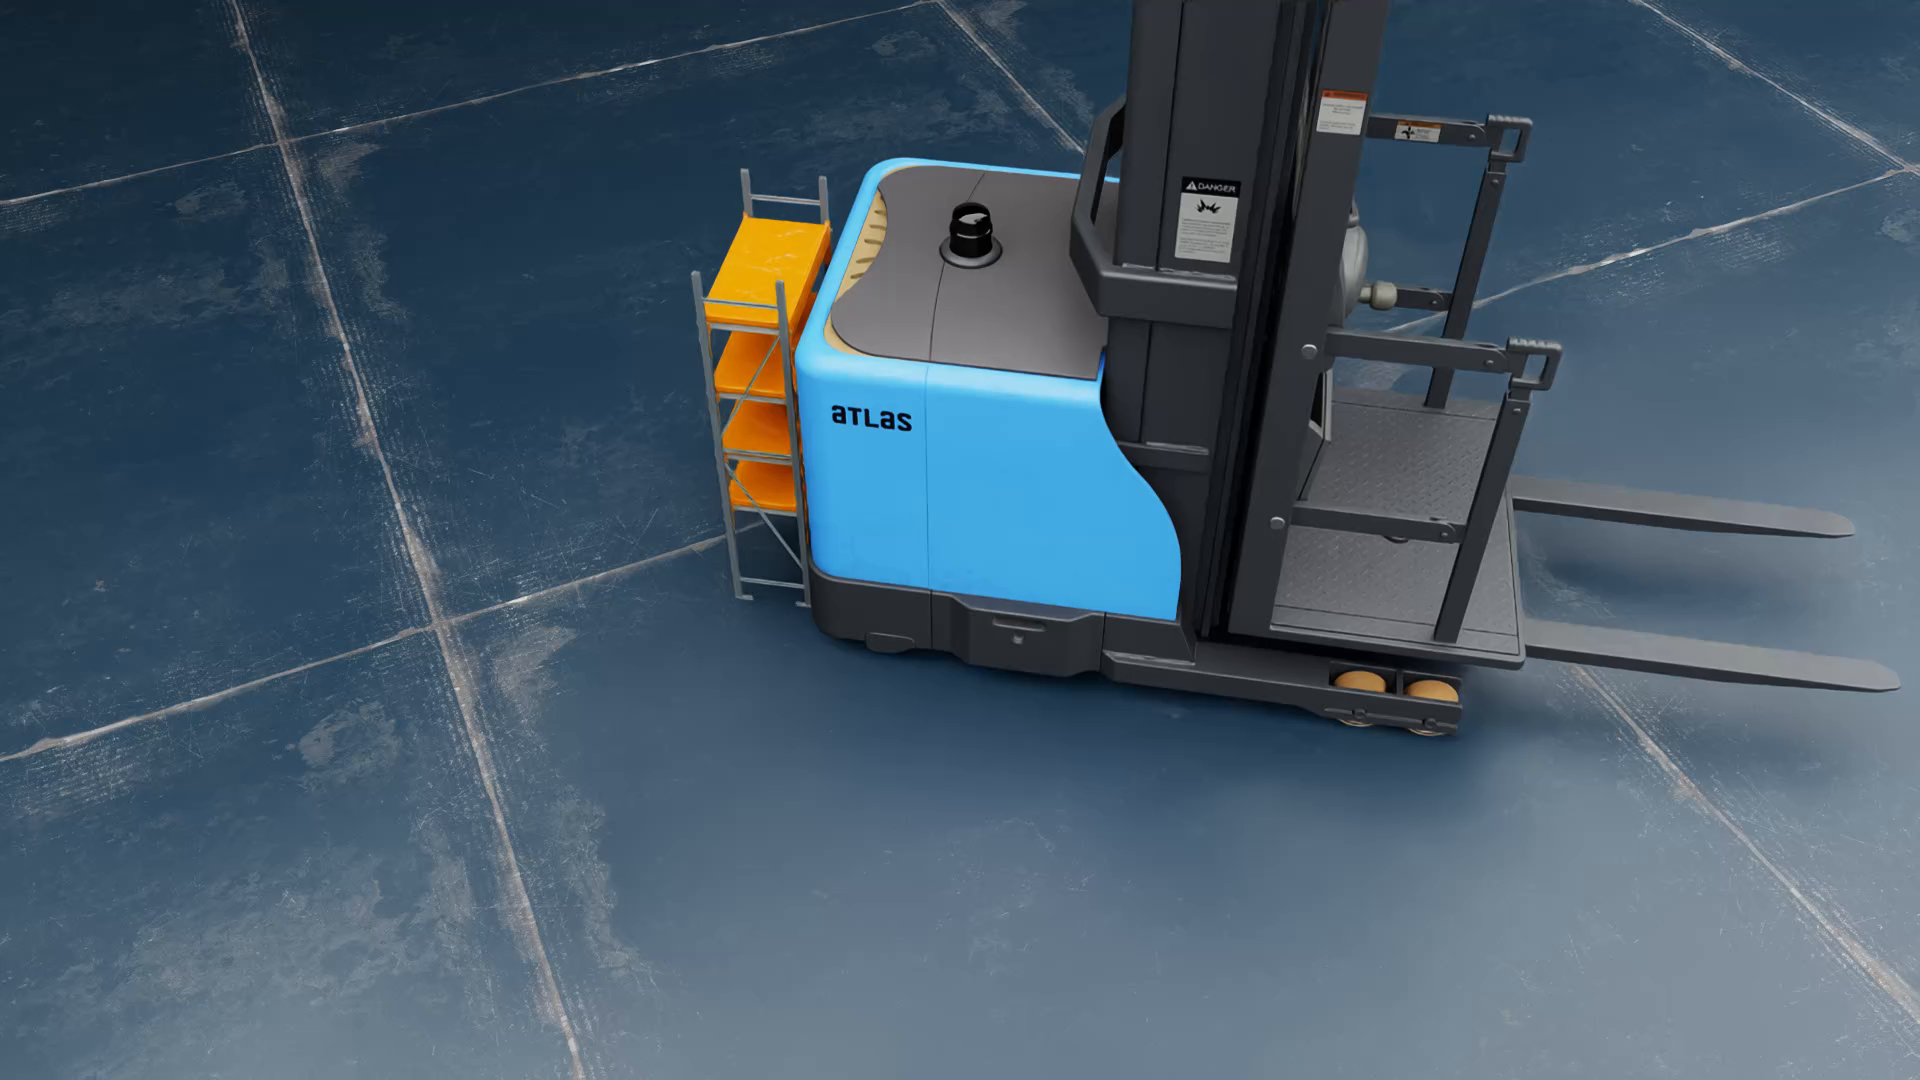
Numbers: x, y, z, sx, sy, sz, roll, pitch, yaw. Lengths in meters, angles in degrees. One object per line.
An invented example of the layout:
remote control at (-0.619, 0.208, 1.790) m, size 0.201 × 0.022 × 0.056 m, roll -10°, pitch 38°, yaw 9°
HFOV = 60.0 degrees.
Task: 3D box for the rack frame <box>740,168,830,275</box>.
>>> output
rack frame at (-0.484, -0.577, 4.981) m, size 0.240 × 1.200 × 0.015 m, roll 7°, pitch 45°, yaw 7°

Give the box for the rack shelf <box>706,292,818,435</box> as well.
rack shelf at (-0.524, -0.520, 4.700) m, size 0.258 × 0.148 × 0.480 m, roll 7°, pitch 45°, yaw 7°

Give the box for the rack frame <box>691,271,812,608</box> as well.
rack frame at (-0.565, -0.239, 4.638) m, size 0.240 × 1.200 × 0.015 m, roll 7°, pitch 45°, yaw 7°

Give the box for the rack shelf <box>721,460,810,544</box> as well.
rack shelf at (-0.524, -0.219, 4.996) m, size 0.258 × 0.148 × 0.480 m, roll 7°, pitch 45°, yaw 7°

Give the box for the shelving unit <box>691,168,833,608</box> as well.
shelving unit at (-0.524, -0.408, 4.810) m, size 0.258 × 1.200 × 0.503 m, roll 7°, pitch 45°, yaw 7°

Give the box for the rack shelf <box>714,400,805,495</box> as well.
rack shelf at (-0.524, -0.360, 4.857) m, size 0.258 × 0.148 × 0.480 m, roll 7°, pitch 45°, yaw 7°

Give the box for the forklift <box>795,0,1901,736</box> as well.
forklift at (1.128, -0.897, 4.072) m, size 3.031 × 2.935 × 1.130 m, roll 7°, pitch 45°, yaw 7°

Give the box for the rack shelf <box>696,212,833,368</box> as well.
rack shelf at (-0.524, -0.688, 4.534) m, size 0.258 × 0.148 × 0.480 m, roll 7°, pitch 45°, yaw 7°
